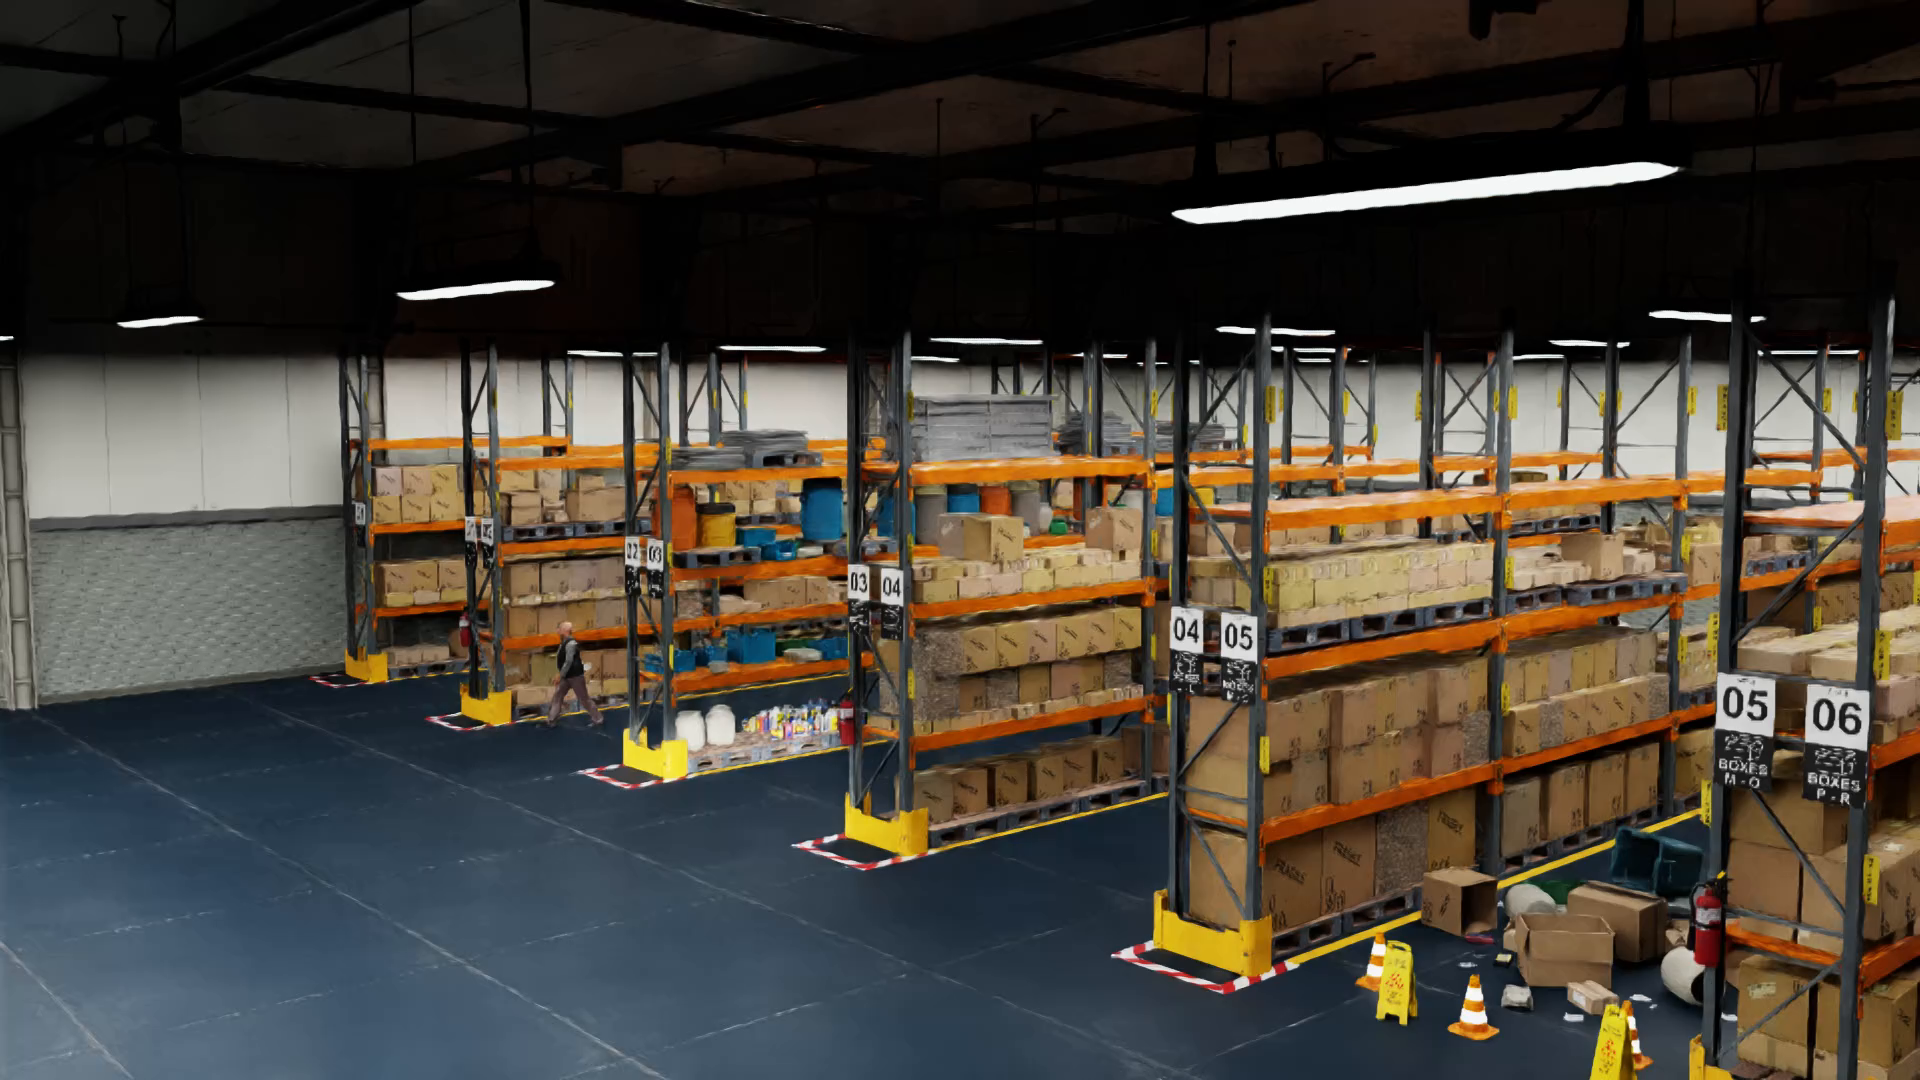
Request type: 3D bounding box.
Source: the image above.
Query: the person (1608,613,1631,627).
[{"bbox_3d":[10.587,1.888,26.945,1.127,1.707,0.561,-5,7,-44],"label":"person"}]

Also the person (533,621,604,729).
[{"bbox_3d":[-5.954,2.061,25.303,1.033,1.663,0.539,-3,6,-32],"label":"person"}]

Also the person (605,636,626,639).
[{"bbox_3d":[-6.212,1.662,29.593,1.121,1.691,0.577,-4,7,-39],"label":"person"}]
